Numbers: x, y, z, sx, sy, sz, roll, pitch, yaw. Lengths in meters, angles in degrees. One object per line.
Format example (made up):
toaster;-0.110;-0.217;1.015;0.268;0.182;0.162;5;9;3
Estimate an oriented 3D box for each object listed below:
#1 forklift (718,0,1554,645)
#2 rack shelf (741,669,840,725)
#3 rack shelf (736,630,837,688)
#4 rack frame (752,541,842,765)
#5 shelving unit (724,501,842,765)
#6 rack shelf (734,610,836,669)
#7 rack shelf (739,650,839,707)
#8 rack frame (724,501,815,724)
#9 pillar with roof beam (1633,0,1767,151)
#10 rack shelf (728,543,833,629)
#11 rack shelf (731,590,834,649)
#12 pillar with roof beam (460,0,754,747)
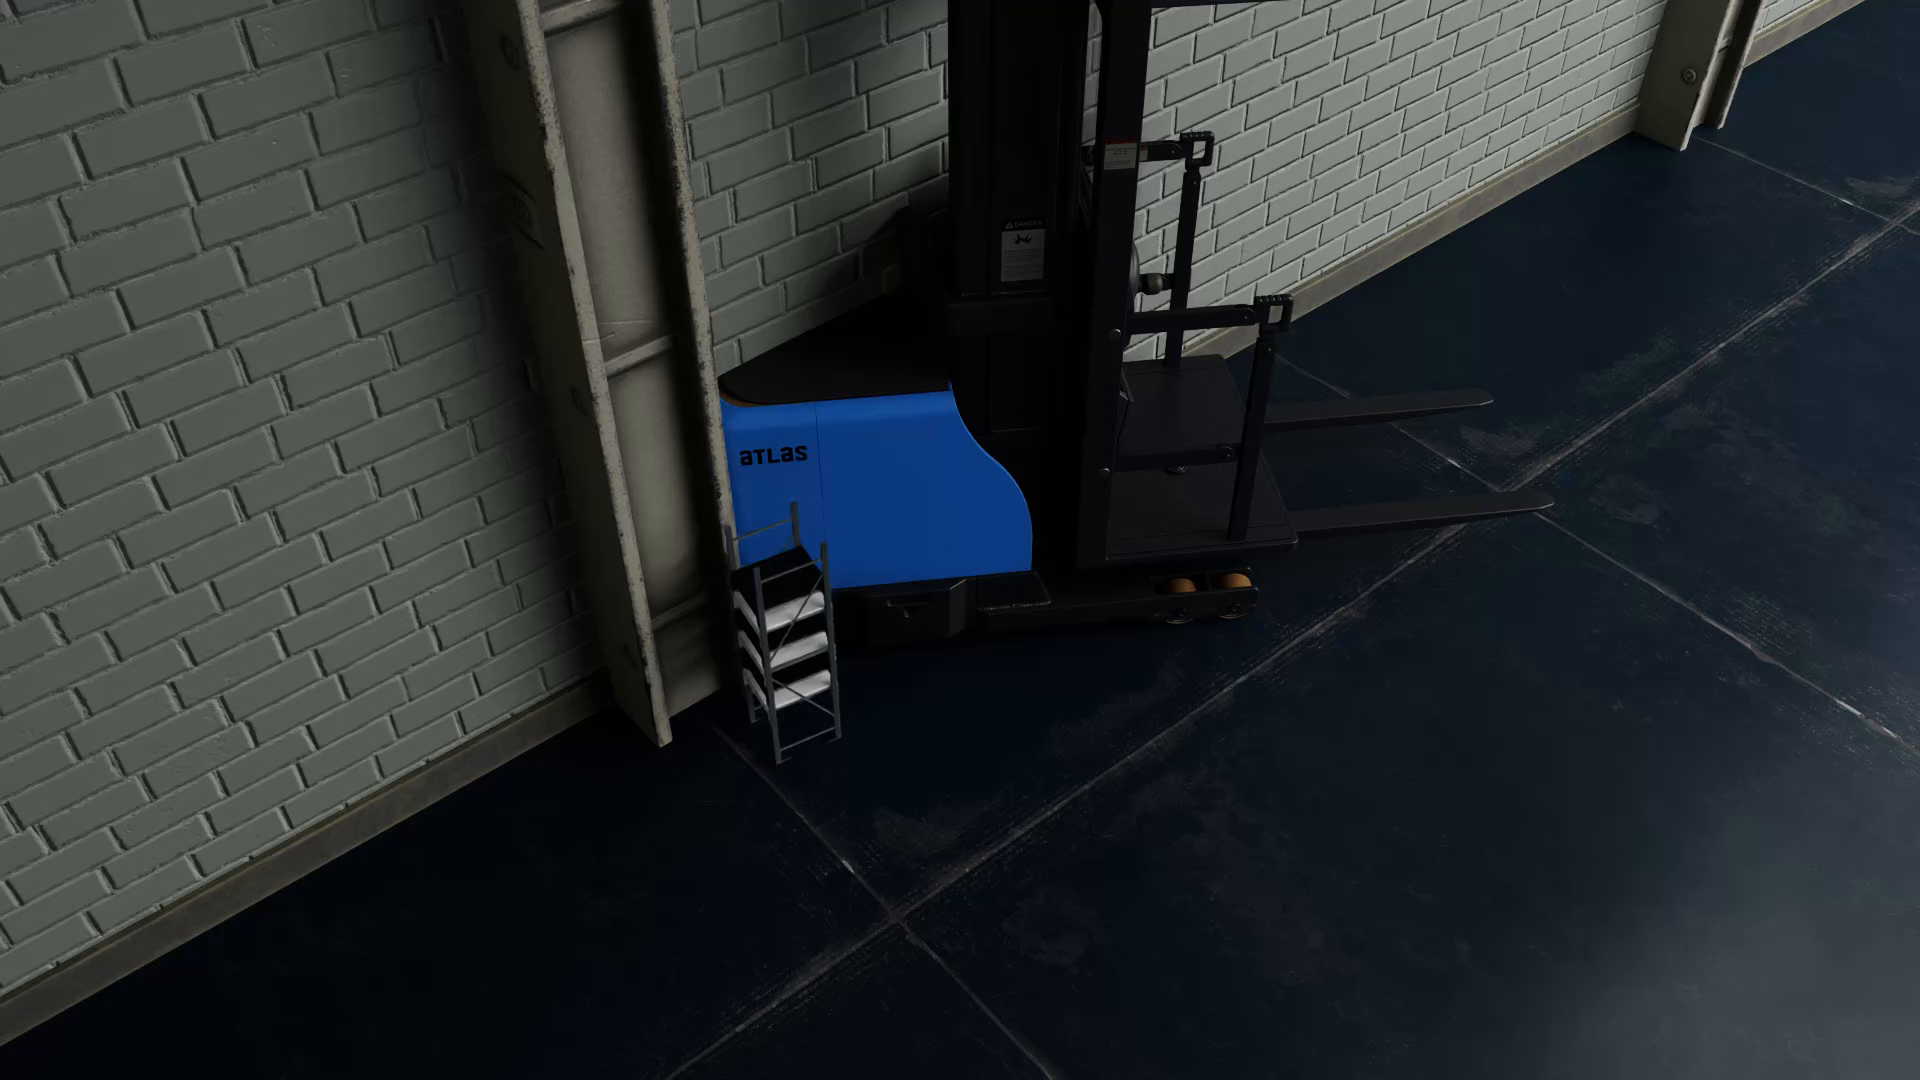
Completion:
forklift;0.625;-1.125;5.307;3.031;2.935;1.130;-5;43;-6
rack shelf;-0.551;0.465;5.408;0.258;0.077;0.200;-21;47;-21
rack shelf;-0.550;0.335;5.284;0.258;0.077;0.200;-21;47;-21
rack frame;-0.500;0.371;5.197;0.240;0.900;0.006;-21;47;-21
shelving unit;-0.550;0.310;5.261;0.258;0.900;0.210;-21;47;-21
rack shelf;-0.550;0.269;5.222;0.258;0.077;0.200;-21;47;-21
rack shelf;-0.550;0.400;5.346;0.258;0.077;0.200;-21;47;-21
rack frame;-0.601;0.250;5.326;0.240;0.900;0.006;-21;47;-21
pillar with roof beam;6.418;-3.132;3.012;0.400;9.000;9.100;-30;51;-28
rack shelf;-0.550;0.138;5.099;0.258;0.077;0.200;-21;47;-21
rack shelf;-0.550;0.204;5.161;0.258;0.077;0.200;-21;47;-21
pillar with roof beam;1.816;-0.497;0.206;0.400;9.000;9.100;-30;51;-28
